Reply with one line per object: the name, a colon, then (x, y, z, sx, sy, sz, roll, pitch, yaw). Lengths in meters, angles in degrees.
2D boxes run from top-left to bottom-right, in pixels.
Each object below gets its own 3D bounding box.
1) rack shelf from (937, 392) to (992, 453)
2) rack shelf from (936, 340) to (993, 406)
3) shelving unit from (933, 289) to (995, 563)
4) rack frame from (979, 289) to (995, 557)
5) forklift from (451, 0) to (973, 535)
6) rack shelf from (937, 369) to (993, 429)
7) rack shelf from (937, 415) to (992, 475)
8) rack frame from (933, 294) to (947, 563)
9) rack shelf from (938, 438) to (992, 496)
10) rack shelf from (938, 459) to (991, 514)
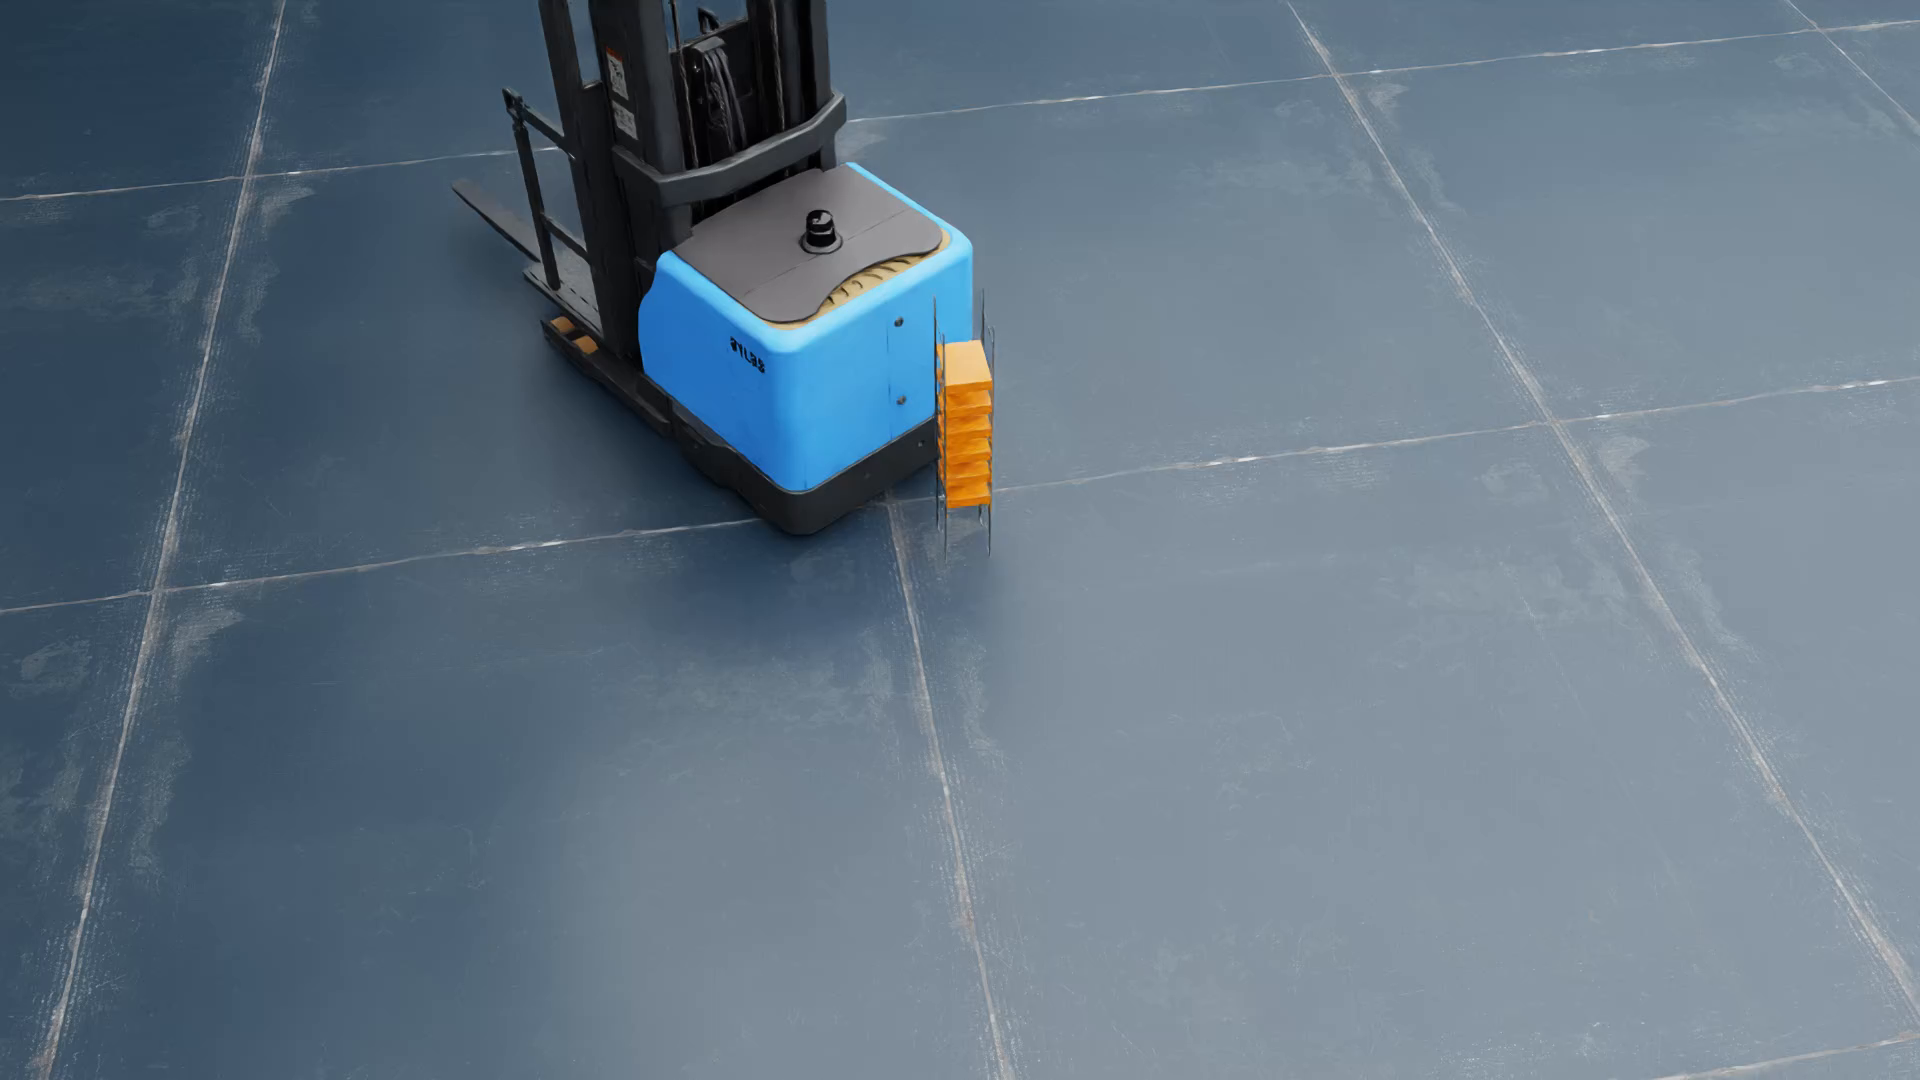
rack shelf: (0.014, -0.471, 6.458, 0.180, 0.103, 0.258, -7, 46, -7)
rack shelf: (0.014, -0.637, 6.286, 0.180, 0.103, 0.258, -7, 46, -7)
shelving unit: (0.014, -0.418, 6.513, 0.189, 1.200, 0.258, -7, 46, -7)
rack frame: (0.104, -0.429, 6.524, 0.006, 1.200, 0.240, -7, 46, -7)
forklift: (-1.296, -2.015, 6.849, 1.130, 2.935, 3.031, -33, 55, -28)
rack shelf: (0.014, -0.554, 6.372, 0.180, 0.103, 0.258, -7, 46, -7)
rack shelf: (0.014, -0.387, 6.545, 0.180, 0.103, 0.258, -7, 46, -7)
rack frame: (-0.076, -0.407, 6.502, 0.006, 1.200, 0.240, -7, 46, -7)
rack shelf: (0.014, -0.304, 6.631, 0.180, 0.103, 0.258, -7, 46, -7)
rack shelf: (0.014, -0.221, 6.718, 0.180, 0.103, 0.258, -7, 46, -7)
